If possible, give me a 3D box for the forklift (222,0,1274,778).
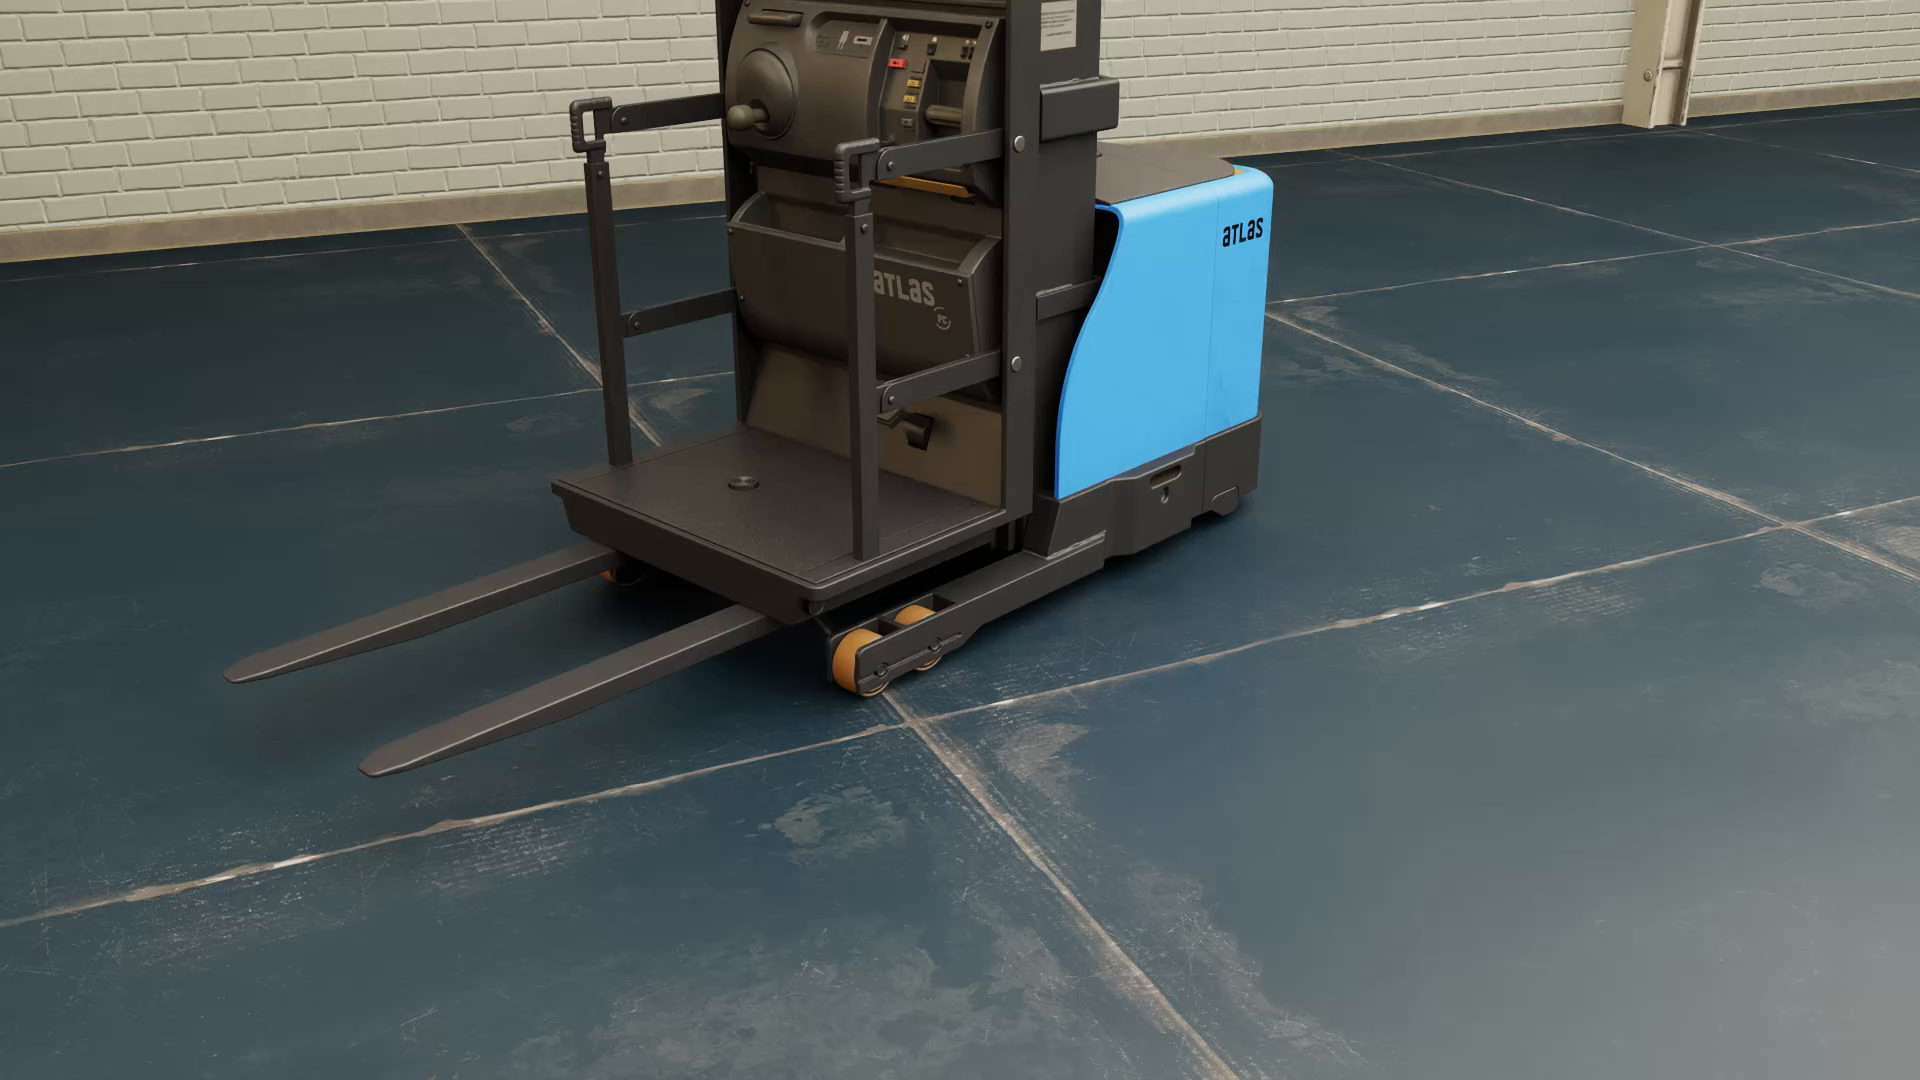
[{"bbox_3d":[-0.413,-1.182,4.131,1.130,2.935,3.031,19,29,39],"label":"forklift"}]
